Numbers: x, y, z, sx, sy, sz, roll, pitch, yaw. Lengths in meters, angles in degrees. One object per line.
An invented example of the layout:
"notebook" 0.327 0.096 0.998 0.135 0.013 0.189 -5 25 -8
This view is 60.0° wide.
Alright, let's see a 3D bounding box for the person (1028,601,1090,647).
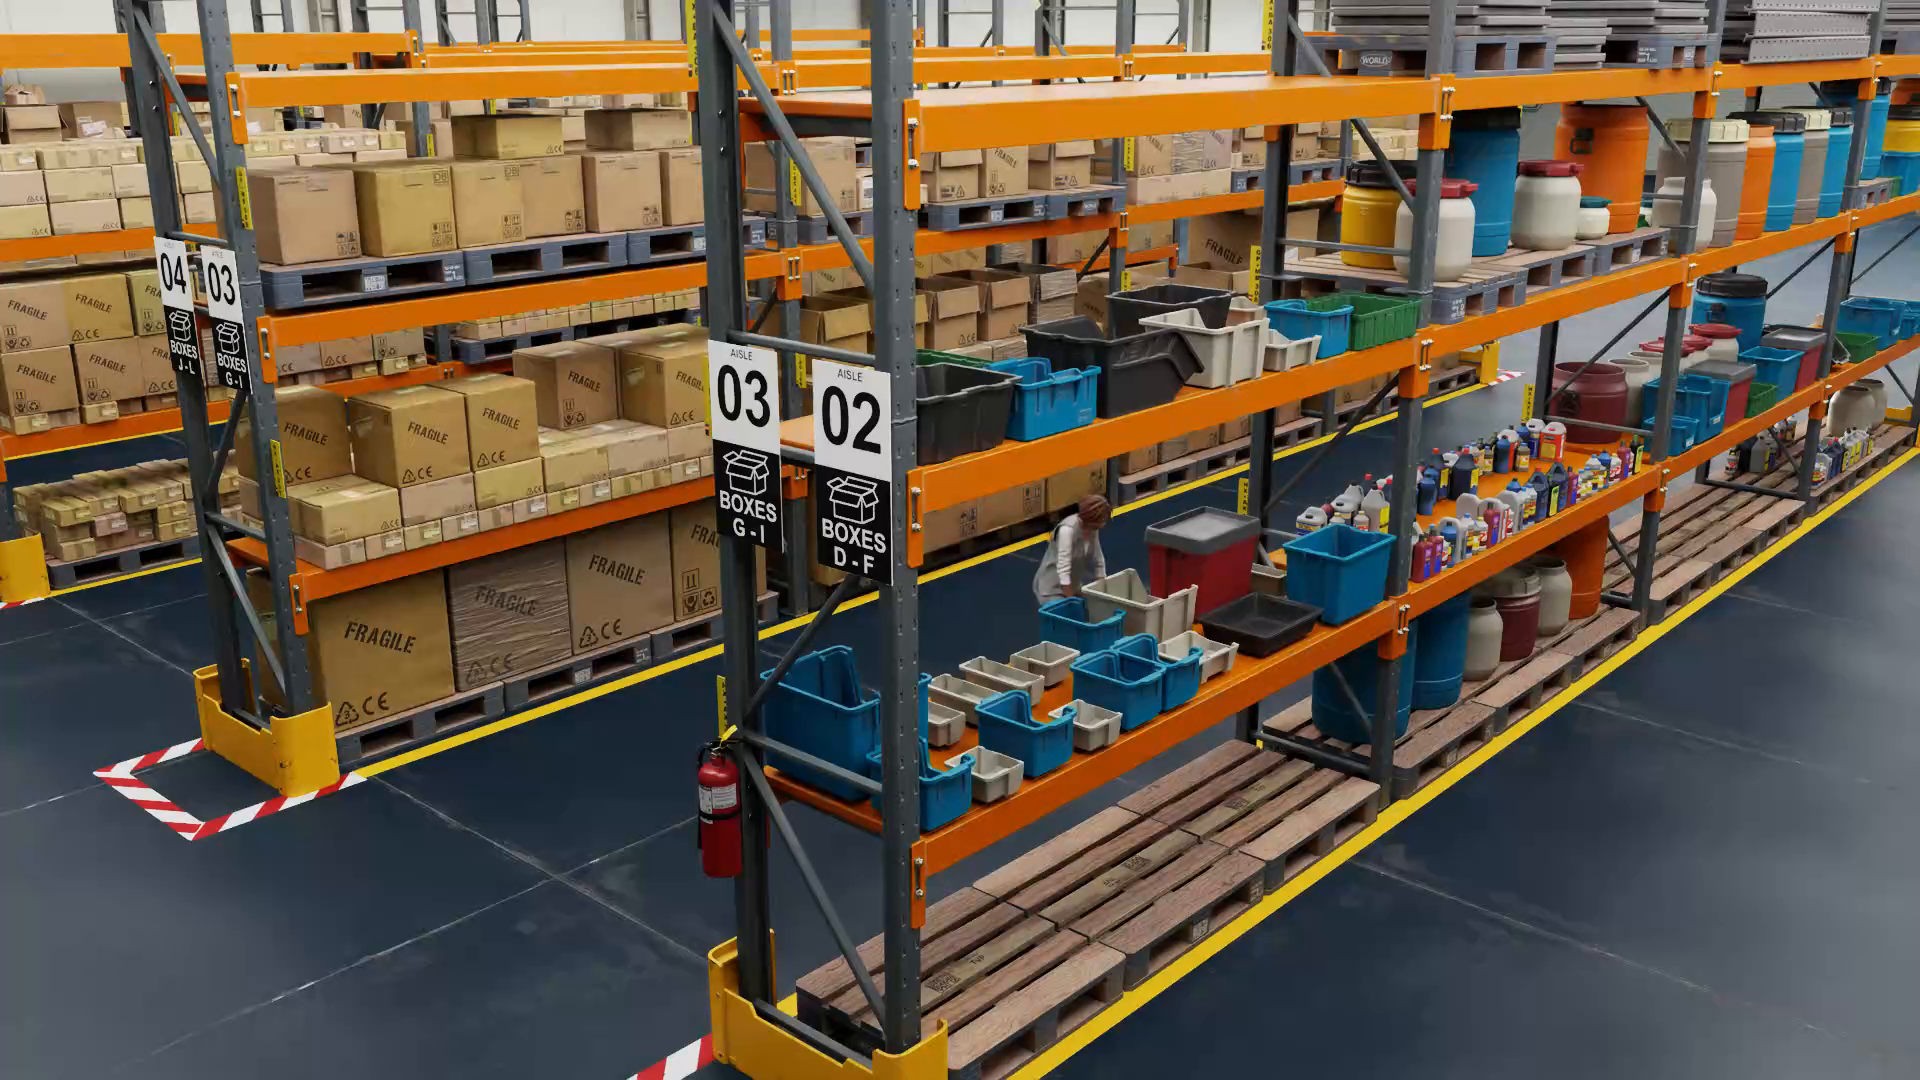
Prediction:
"person" 0.834 0.723 11.188 0.809 0.769 0.437 15 23 39
